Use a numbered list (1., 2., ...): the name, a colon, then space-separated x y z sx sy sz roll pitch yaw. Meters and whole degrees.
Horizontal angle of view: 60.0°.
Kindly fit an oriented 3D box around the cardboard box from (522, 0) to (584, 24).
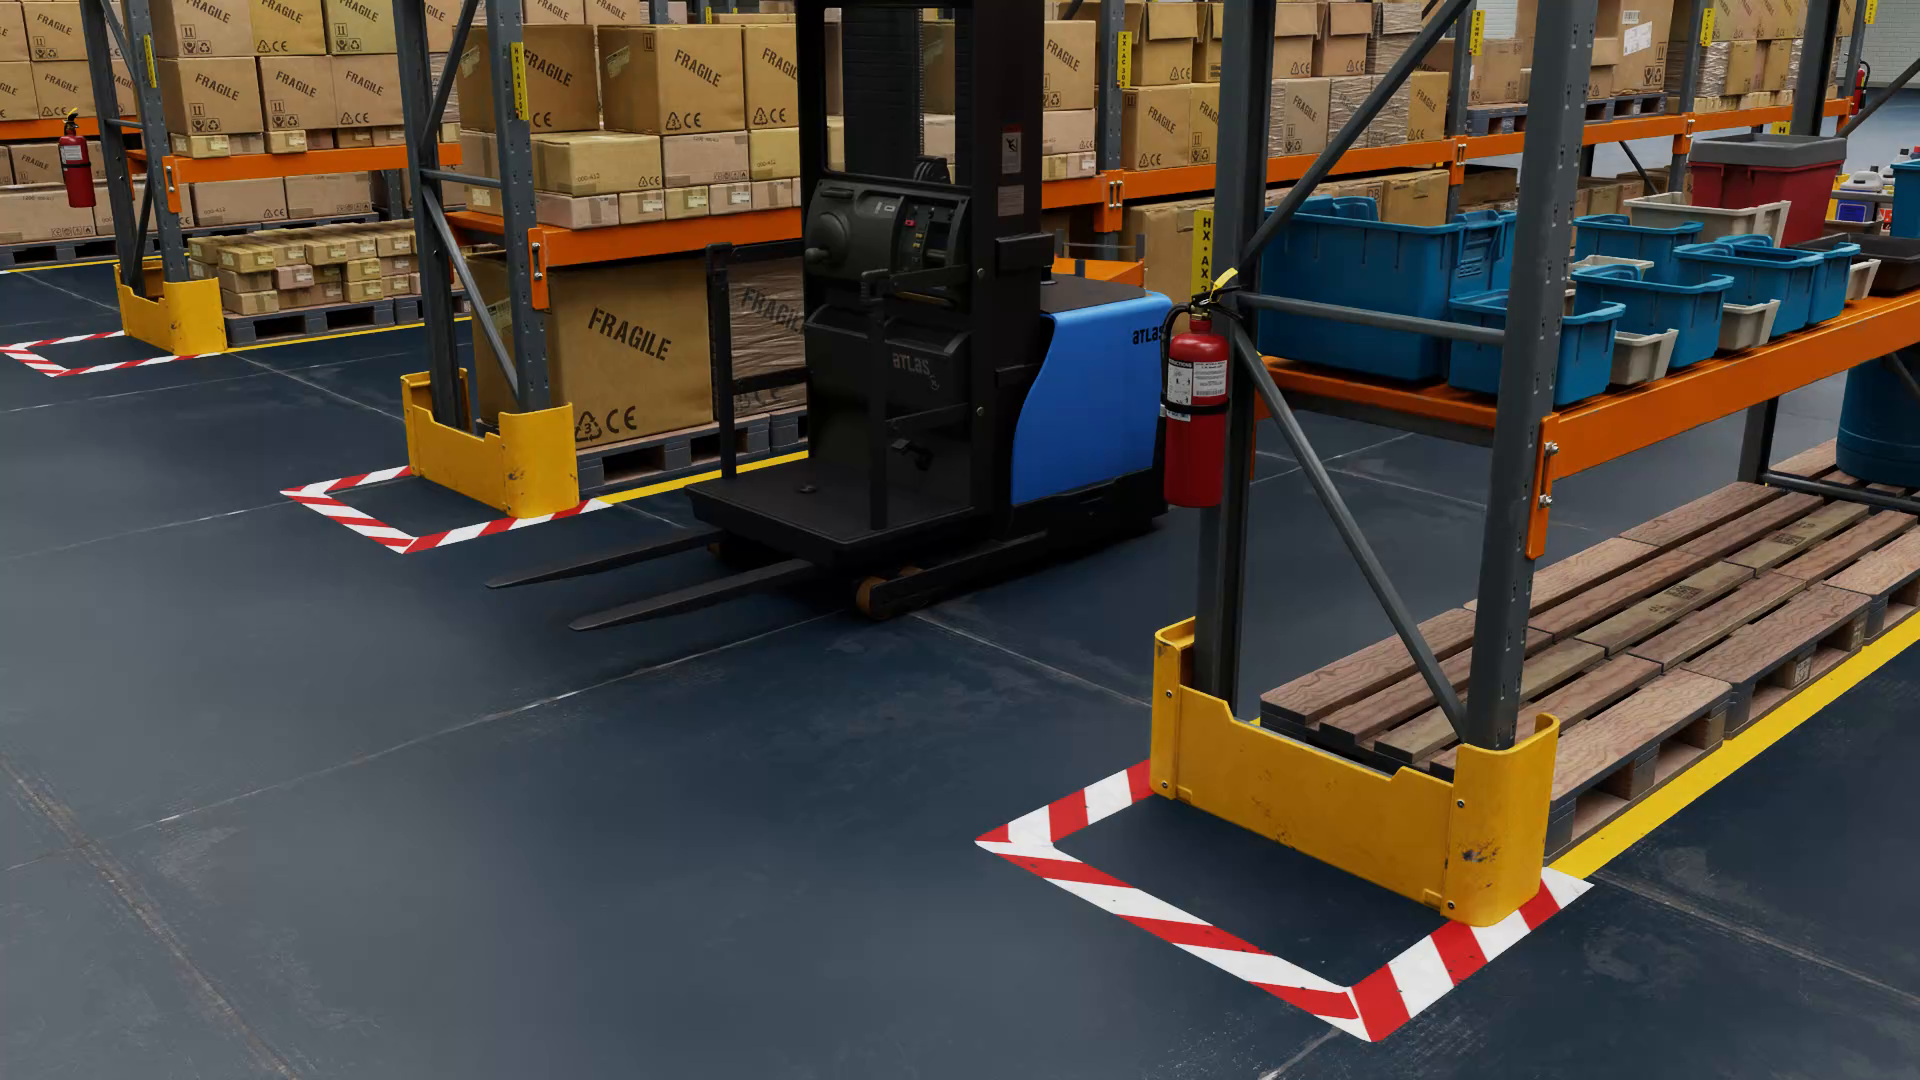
1. cardboard box: -3.266 -4.063 12.888 0.500 0.500 0.500 17 25 42

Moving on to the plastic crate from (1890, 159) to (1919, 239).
1. plastic crate: 3.894 -1.272 6.474 0.575 0.384 0.392 -16 24 -41

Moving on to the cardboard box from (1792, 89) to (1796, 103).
1. cardboard box: 8.520 -4.643 17.348 0.250 0.149 0.380 -16 24 -41

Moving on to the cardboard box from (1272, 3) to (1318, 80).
1. cardboard box: 2.002 -3.477 11.555 0.637 0.503 0.797 -15 23 -39

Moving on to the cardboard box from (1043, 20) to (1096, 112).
1. cardboard box: 0.446 -2.806 9.821 0.500 0.500 0.500 -15 23 -39

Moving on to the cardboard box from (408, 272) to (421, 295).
1. cardboard box: -4.112 -1.971 12.642 0.380 0.149 0.250 16 24 41

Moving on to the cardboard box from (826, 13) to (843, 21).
1. cardboard box: -1.696 -6.368 20.935 0.500 0.500 0.500 17 24 42

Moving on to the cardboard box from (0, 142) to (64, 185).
1. cardboard box: -10.921 -4.403 19.572 0.500 0.500 0.500 -16 24 -40

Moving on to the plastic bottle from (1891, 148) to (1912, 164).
1. plastic bottle: 4.442 -1.671 7.856 0.185 0.351 0.144 -16 24 -41

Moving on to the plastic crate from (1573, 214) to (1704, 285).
1. plastic crate: 2.409 -1.021 5.943 0.300 0.233 0.416 -16 24 -41

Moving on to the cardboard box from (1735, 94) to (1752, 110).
1. cardboard box: 7.510 -4.299 16.287 0.250 0.149 0.380 -16 24 -41

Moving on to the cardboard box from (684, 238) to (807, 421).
1. cardboard box: -1.239 -1.224 9.162 0.875 0.875 0.875 -16 24 -41

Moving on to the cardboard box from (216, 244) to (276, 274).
1. cardboard box: -5.030 -1.984 11.716 0.380 0.149 0.250 17 24 41

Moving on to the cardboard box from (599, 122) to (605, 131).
1. cardboard box: -1.771 -2.029 8.639 0.500 0.250 0.500 -17 24 -42

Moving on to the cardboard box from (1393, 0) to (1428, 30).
1. cardboard box: 5.349 -6.590 20.953 0.550 0.550 0.875 -16 24 -41

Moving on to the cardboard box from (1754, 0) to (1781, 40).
1. cardboard box: 7.637 -5.147 16.230 0.500 0.500 0.500 -16 24 -41

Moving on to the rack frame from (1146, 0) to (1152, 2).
1. rack frame: 2.507 -7.300 25.137 0.127 3.000 1.000 -16 24 -41

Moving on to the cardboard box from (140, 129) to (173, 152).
1. cardboard box: -5.602 -2.835 11.772 0.250 0.149 0.380 -16 24 -41

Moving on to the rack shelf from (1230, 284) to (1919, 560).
1. rack shelf: 2.546 -0.661 5.825 4.000 0.370 1.077 -16 24 -41

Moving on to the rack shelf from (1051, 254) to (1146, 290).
1. rack shelf: 0.561 -1.263 8.606 0.538 0.278 1.000 7 19 21

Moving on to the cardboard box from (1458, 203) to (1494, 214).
1. cardboard box: 3.976 -2.551 13.828 0.700 0.500 0.500 16 24 41

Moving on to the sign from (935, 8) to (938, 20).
1. sign: -0.215 -5.192 16.756 0.005 0.325 0.100 -16 24 -41

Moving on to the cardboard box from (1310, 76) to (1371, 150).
1. cardboard box: 2.573 -3.057 11.886 0.500 0.500 0.500 17 25 42

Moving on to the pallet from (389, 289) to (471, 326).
1. pallet: -4.088 -1.933 13.105 1.213 0.211 1.003 -16 24 -41

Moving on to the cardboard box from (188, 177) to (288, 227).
1. cardboard box: -7.392 -3.440 16.703 0.875 0.438 0.875 17 25 42

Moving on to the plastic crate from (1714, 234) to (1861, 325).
1. plastic crate: 2.673 -0.849 5.414 0.300 0.233 0.416 -16 24 -41

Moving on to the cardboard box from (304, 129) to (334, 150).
1. cardboard box: -4.701 -2.892 11.947 0.250 0.149 0.380 -15 23 -38

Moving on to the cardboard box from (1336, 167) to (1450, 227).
1. cardboard box: 2.987 -2.432 12.885 1.225 0.875 0.875 17 24 41

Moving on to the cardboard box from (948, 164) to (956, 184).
1. cardboard box: -0.148 -2.061 9.385 0.250 0.149 0.380 -16 24 -40

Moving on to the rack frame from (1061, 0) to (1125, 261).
1. rack frame: 0.596 -2.537 10.445 0.127 3.000 1.000 -16 24 -41

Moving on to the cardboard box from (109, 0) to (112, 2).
1. cardboard box: -7.928 -4.983 15.155 0.250 0.149 0.380 -16 24 -40

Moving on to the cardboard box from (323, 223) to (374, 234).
1. cardboard box: -4.722 -2.351 12.850 0.250 0.149 0.380 -15 23 -39

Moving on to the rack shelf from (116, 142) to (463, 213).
1. rack shelf: -4.191 -2.904 12.743 4.000 0.370 1.077 -16 24 -41

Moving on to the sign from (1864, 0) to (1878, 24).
1. sign: 9.683 -5.652 17.663 0.005 0.325 0.100 -16 24 -41

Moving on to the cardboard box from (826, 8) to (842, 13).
1. cardboard box: -1.703 -6.876 21.453 0.250 0.149 0.380 -15 23 -38

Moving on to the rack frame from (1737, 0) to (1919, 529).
1. rack frame: 3.999 -1.427 7.021 0.127 3.000 1.000 -16 24 -41

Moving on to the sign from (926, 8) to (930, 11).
1. sign: -0.543 -8.951 27.966 0.005 0.325 0.100 -16 24 -41

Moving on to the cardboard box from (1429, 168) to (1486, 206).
1. cardboard box: 3.969 -2.910 13.720 0.500 0.250 0.500 -15 23 -39

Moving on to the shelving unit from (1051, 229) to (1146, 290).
1. shelving unit: 0.561 -0.984 8.697 0.538 1.125 1.048 7 19 21

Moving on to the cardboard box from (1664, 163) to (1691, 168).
1. cardboard box: 7.536 -3.591 17.067 0.500 0.500 0.500 15 23 39

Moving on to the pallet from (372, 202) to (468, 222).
1. pallet: -5.703 -3.611 18.281 1.213 0.211 1.003 -16 24 -41

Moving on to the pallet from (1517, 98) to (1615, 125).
1. pallet: 4.913 -3.722 14.411 1.213 0.211 1.003 -16 24 -41

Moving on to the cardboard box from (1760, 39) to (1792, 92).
1. cardboard box: 7.852 -4.826 16.860 0.500 0.500 0.875 -16 24 -41

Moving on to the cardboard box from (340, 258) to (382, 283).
1. cardboard box: -4.472 -2.008 12.273 0.250 0.149 0.380 -15 23 -39

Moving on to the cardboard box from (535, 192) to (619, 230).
1. cardboard box: -1.825 -1.571 7.873 0.250 0.149 0.380 -16 24 -40

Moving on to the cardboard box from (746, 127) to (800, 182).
1. cardboard box: -1.035 -2.018 8.605 0.500 0.250 0.500 17 25 42

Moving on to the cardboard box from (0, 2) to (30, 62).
1. cardboard box: -8.574 -4.471 14.628 0.500 0.500 0.500 -17 25 -42

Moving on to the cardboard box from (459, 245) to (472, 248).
1. cardboard box: -3.971 -2.342 12.820 0.250 0.149 0.380 -16 24 -41

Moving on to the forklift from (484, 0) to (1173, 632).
1. forklift: -0.460 -1.261 6.623 3.031 2.935 1.130 -16 24 -41

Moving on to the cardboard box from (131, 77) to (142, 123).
1. cardboard box: -5.495 -3.164 11.735 0.500 0.500 0.500 -16 24 -40
